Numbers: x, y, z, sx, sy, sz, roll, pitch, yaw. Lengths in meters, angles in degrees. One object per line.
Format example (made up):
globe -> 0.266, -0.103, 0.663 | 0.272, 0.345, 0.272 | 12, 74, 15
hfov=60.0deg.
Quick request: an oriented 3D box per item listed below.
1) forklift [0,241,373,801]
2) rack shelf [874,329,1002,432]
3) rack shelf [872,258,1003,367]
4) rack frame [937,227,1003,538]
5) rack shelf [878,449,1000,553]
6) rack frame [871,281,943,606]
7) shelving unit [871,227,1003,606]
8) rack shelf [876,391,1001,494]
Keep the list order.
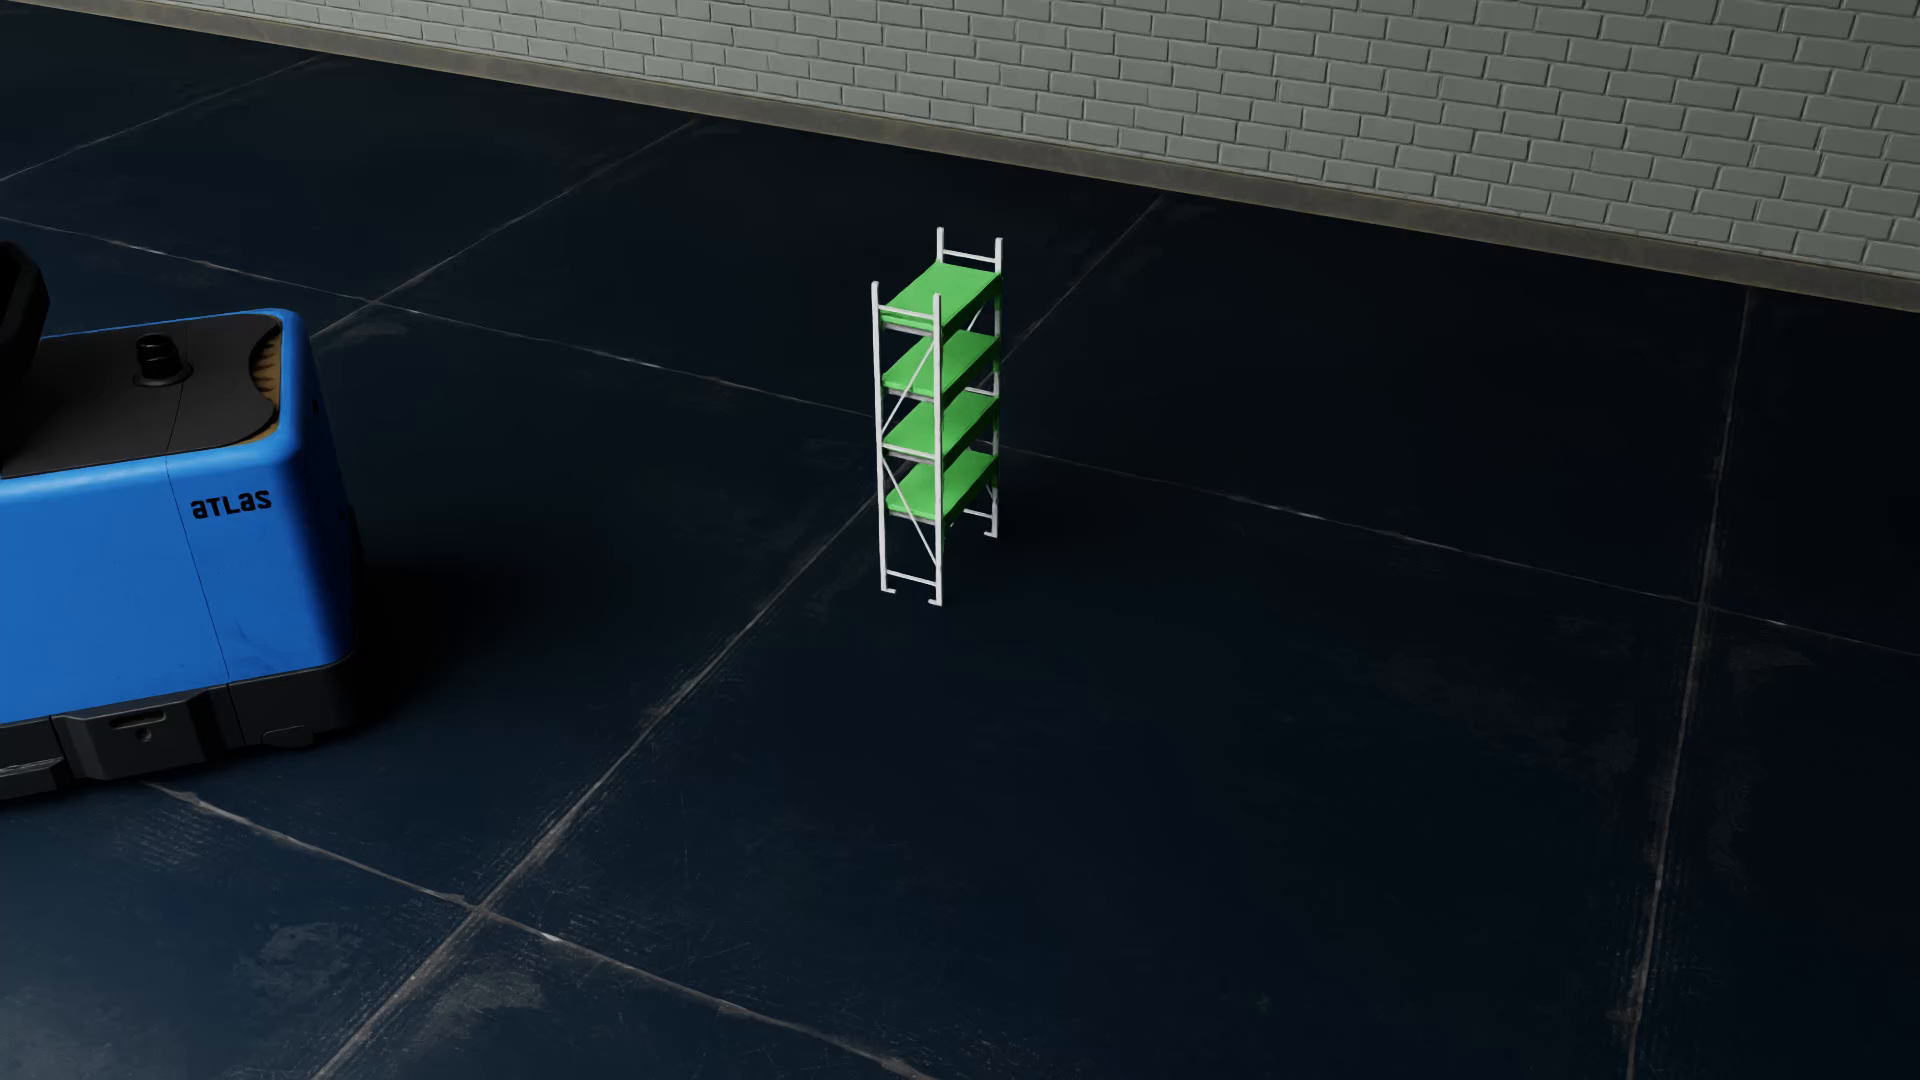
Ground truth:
forklift -> -3.450, -0.605, 4.500 | 3.031, 2.935, 1.130 | -10, 35, -15
rack shelf -> -0.069, -0.567, 5.699 | 0.258, 0.148, 0.480 | 14, 36, 20
rack shelf -> -0.069, -0.767, 5.567 | 0.258, 0.148, 0.480 | 14, 36, 20
rack frame -> 0.033, -0.541, 5.981 | 0.240, 1.200, 0.015 | 14, 36, 20
rack shelf -> -0.069, -0.165, 5.962 | 0.258, 0.148, 0.480 | 14, 36, 20
rack frame -> -0.171, -0.298, 5.610 | 0.240, 1.200, 0.015 | 14, 36, 20
shelving unit -> -0.069, -0.419, 5.795 | 0.258, 1.200, 0.503 | 14, 36, 20
rack shelf -> -0.069, -0.366, 5.830 | 0.258, 0.148, 0.480 | 14, 36, 20
